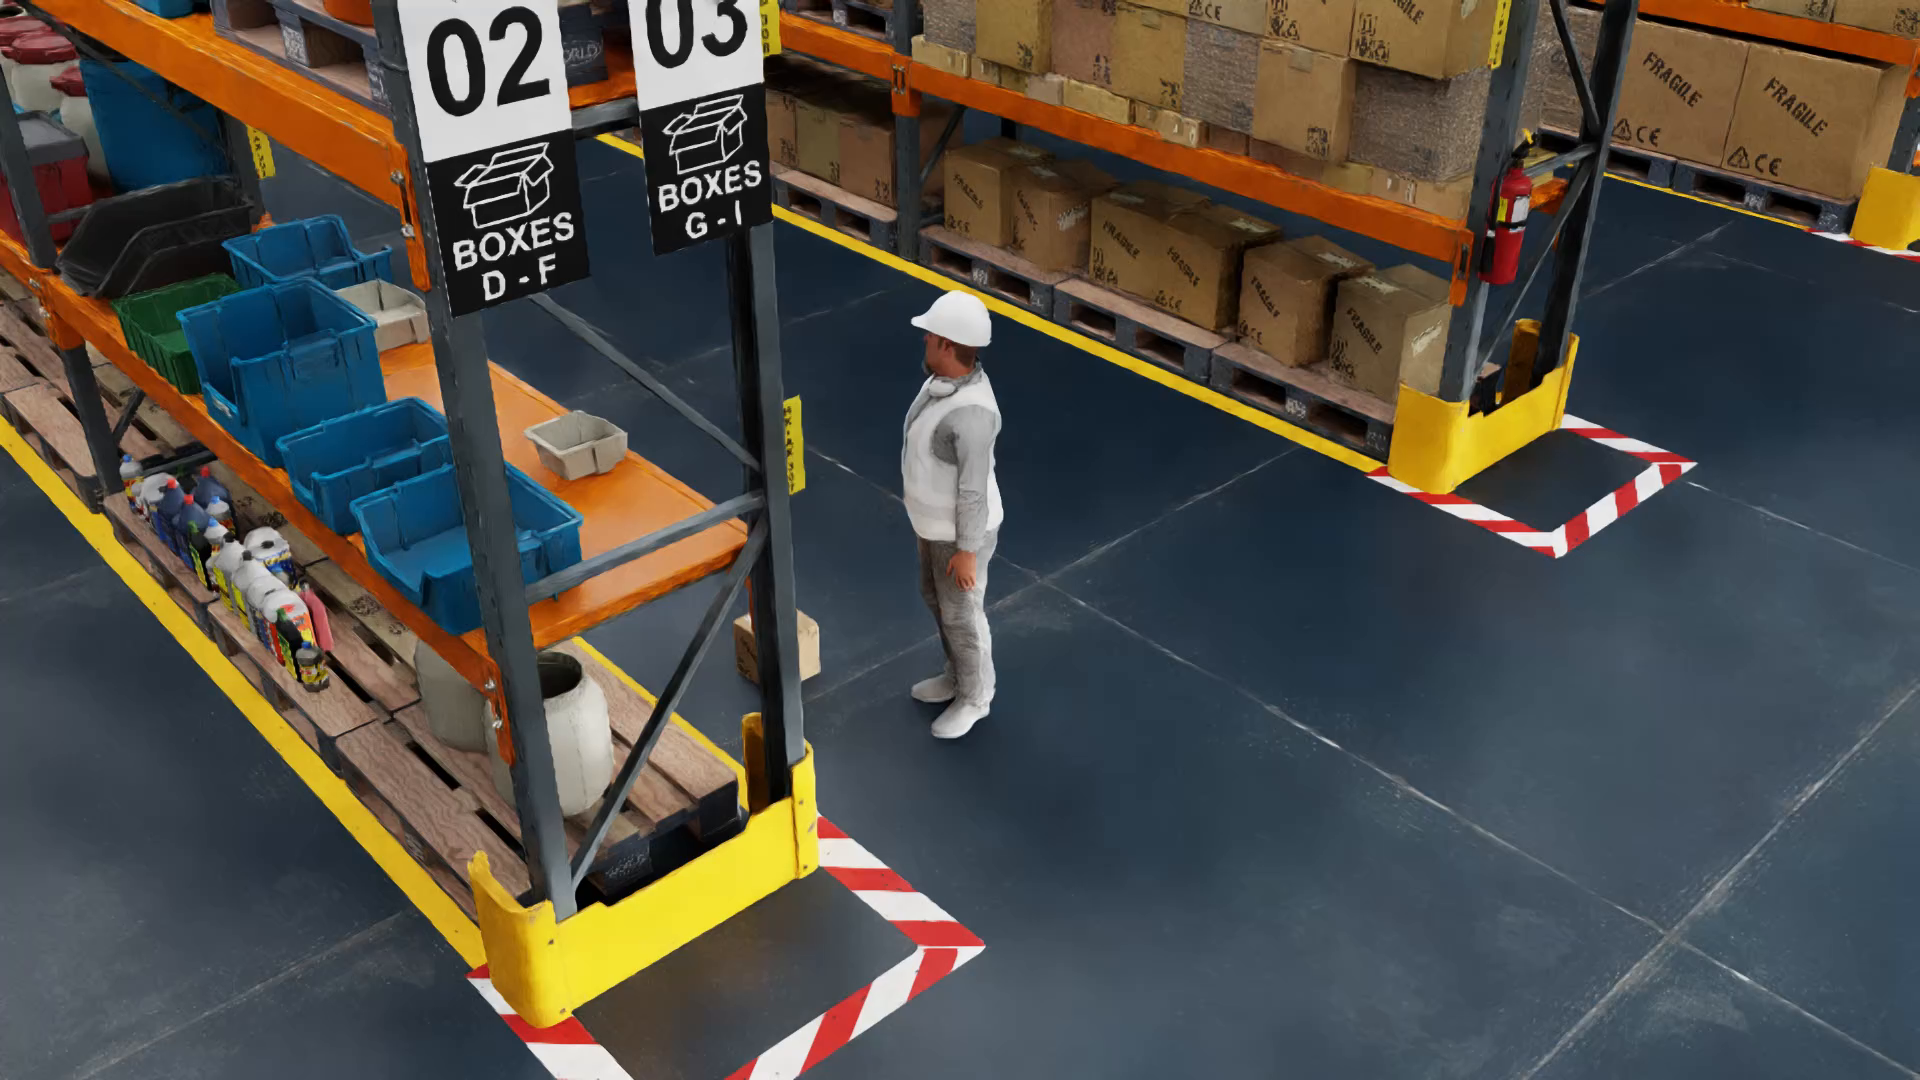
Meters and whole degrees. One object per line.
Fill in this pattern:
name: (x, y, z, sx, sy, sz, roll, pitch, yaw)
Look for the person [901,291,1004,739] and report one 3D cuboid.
person: (-0.032, -0.086, 6.215, 0.361, 1.773, 0.582, -7, 32, -11)
